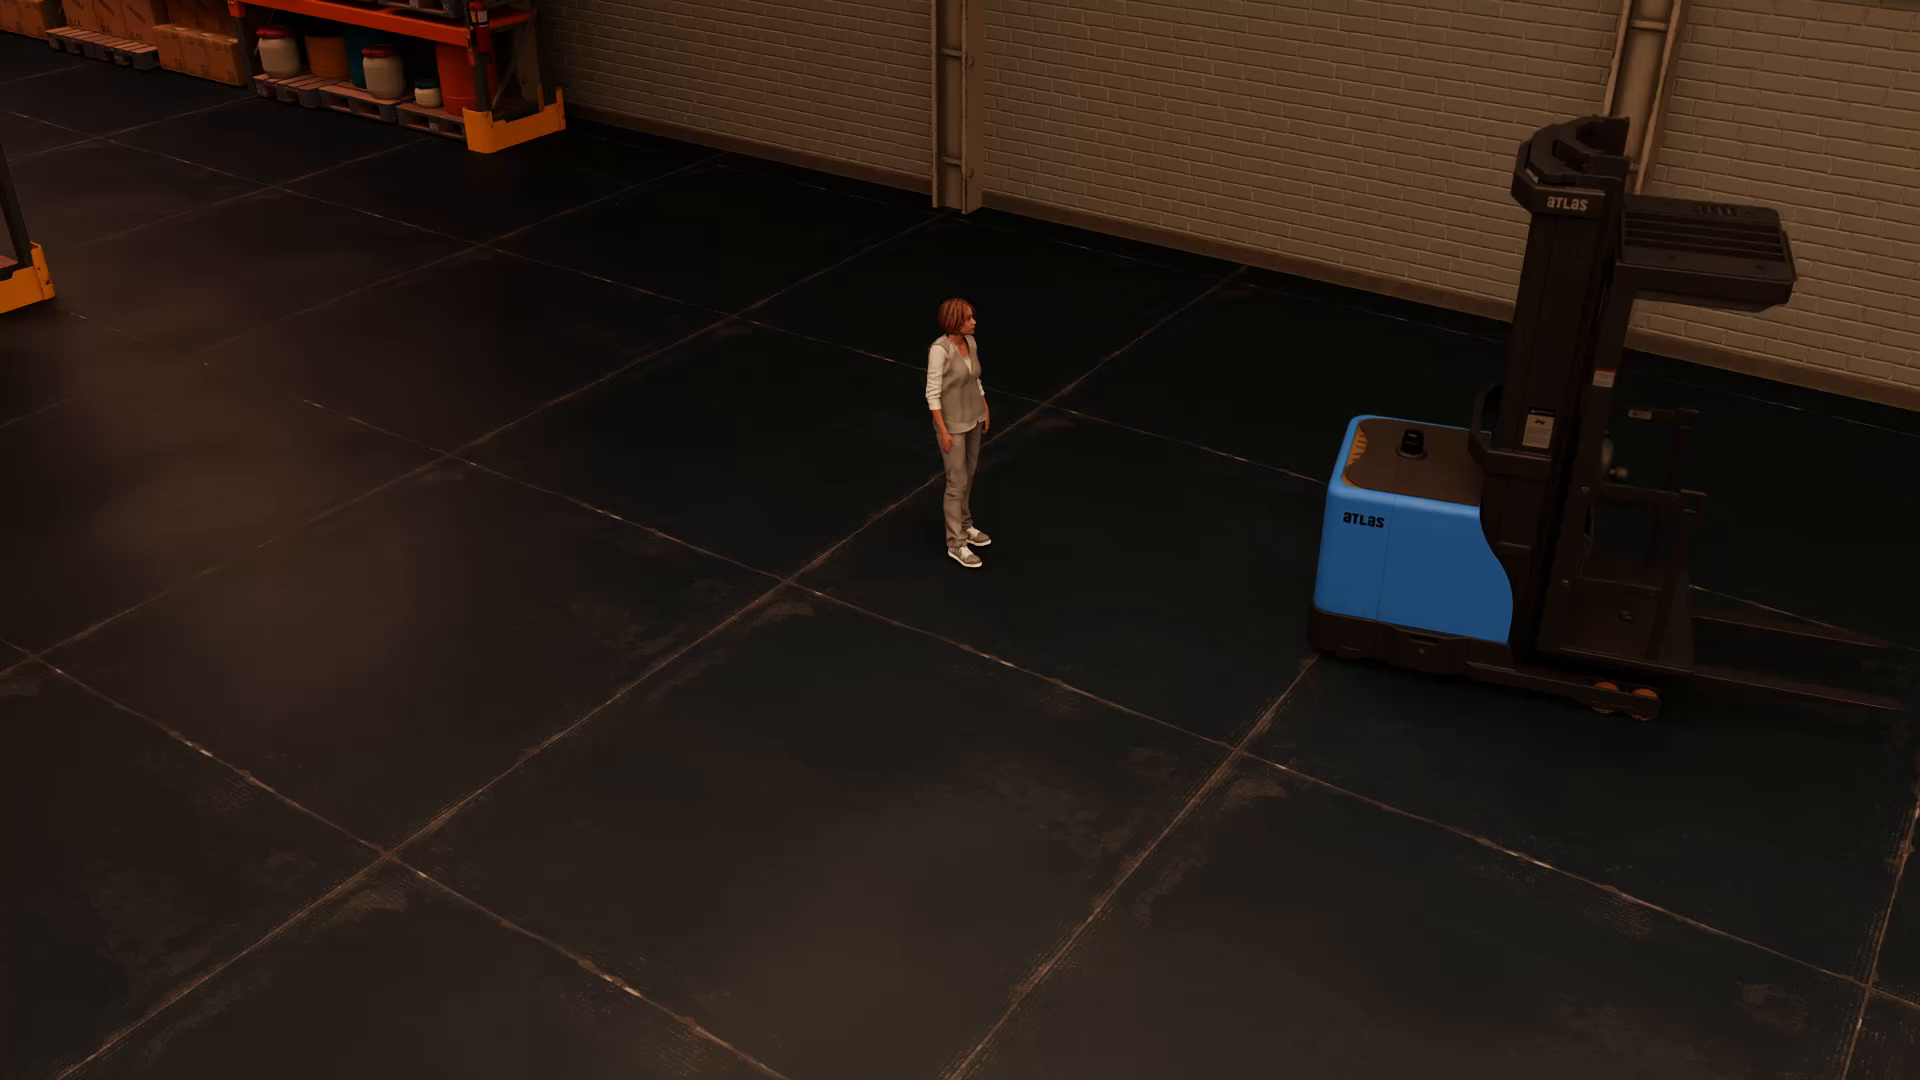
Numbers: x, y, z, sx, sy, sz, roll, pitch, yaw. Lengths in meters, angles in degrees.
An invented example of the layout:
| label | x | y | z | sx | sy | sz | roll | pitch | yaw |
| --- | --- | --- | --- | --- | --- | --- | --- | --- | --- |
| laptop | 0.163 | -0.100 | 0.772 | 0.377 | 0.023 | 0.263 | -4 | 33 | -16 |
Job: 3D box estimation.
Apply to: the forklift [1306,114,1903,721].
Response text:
| label | x | y | z | sx | sy | sz | roll | pitch | yaw |
| --- | --- | --- | --- | --- | --- | --- | --- | --- | --- |
| forklift | 3.531 | -0.609 | 8.630 | 3.031 | 2.935 | 1.130 | 10 | 32 | 17 |

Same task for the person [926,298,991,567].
| label | x | y | z | sx | sy | sz | roll | pitch | yaw |
| --- | --- | --- | --- | --- | --- | --- | --- | --- | --- |
| person | 0.053 | -0.671 | 10.050 | 0.475 | 1.597 | 0.520 | 19 | 35 | 29 |
